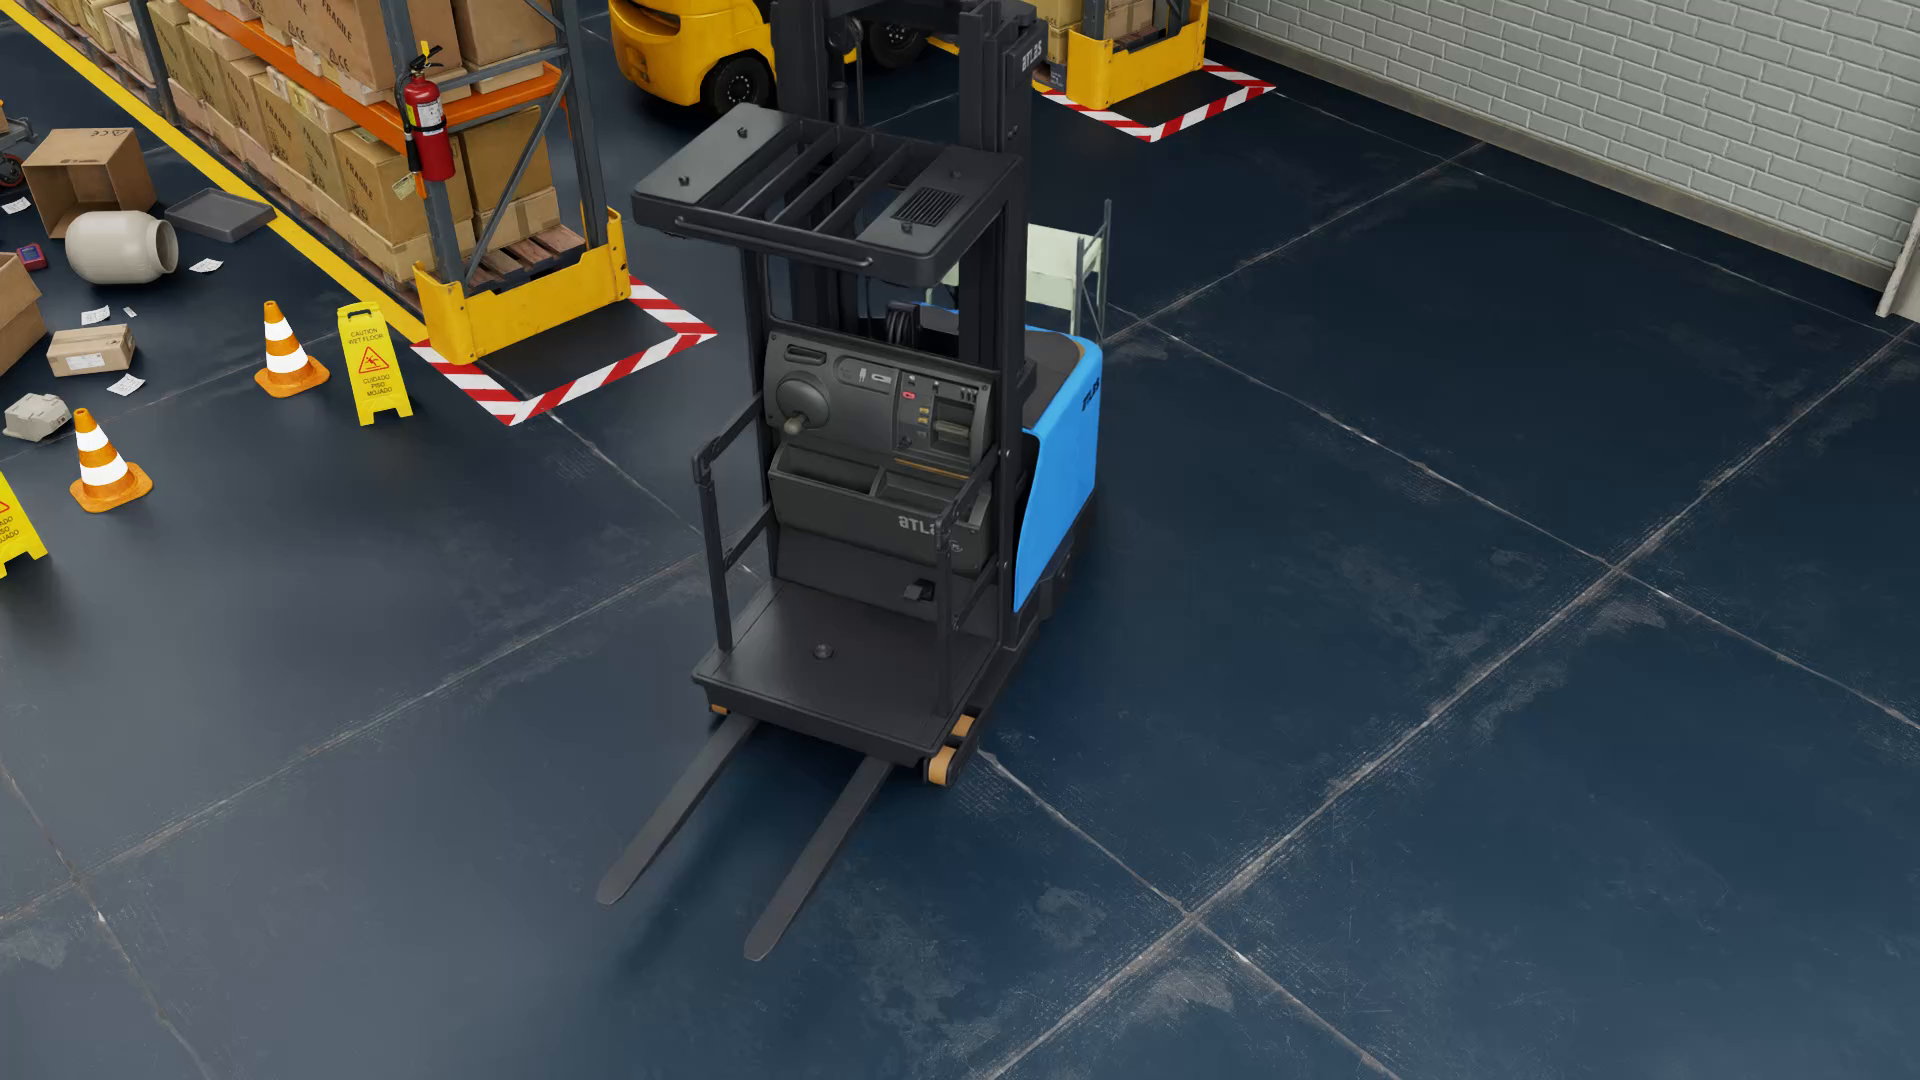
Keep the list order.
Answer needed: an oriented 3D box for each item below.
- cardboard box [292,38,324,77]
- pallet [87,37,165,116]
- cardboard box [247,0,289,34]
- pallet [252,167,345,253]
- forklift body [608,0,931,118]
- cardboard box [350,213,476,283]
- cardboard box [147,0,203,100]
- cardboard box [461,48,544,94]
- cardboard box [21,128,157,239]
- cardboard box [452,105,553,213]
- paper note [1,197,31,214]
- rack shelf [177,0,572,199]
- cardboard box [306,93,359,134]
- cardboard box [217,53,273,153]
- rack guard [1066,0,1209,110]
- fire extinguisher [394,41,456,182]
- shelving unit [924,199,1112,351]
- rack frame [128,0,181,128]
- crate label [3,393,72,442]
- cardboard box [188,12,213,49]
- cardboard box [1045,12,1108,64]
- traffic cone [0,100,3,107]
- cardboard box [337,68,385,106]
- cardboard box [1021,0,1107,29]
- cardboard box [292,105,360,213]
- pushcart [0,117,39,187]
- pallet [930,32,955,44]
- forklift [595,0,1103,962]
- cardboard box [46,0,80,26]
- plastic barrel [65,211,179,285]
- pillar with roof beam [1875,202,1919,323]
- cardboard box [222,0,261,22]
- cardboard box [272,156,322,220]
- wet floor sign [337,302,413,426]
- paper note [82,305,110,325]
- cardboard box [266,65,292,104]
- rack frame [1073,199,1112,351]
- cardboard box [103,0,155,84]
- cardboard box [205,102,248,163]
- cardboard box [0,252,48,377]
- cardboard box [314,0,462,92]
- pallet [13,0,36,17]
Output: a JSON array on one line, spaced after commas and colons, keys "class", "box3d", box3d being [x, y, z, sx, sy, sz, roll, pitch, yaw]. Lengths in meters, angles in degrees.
[{"class": "cardboard box", "box3d": [-3.411, -2.692, 9.103, 0.380, 0.149, 0.250, -29, 47, -31]}, {"class": "pallet", "box3d": [-5.626, -3.529, 12.160, 1.003, 0.211, 1.213, -30, 48, -32]}, {"class": "cardboard box", "box3d": [-3.634, -3.159, 9.165, 0.500, 0.500, 0.500, -30, 48, -32]}, {"class": "pallet", "box3d": [-3.789, -2.309, 10.649, 1.003, 0.211, 1.213, -30, 48, -32]}, {"class": "forklift body", "box3d": [-1.366, -4.286, 11.553, 2.313, 2.155, 1.214, -30, 48, -32]}, {"class": "cardboard box", "box3d": [-3.154, -1.768, 9.613, 0.500, 0.250, 0.500, -30, 48, -32]}, {"class": "cardboard box", "box3d": [-4.898, -3.252, 10.854, 0.500, 0.500, 0.500, -28, 46, -30]}, {"class": "cardboard box", "box3d": [-2.471, -2.551, 8.929, 0.380, 0.149, 0.250, -30, 48, -32]}, {"class": "cardboard box", "box3d": [-5.376, -2.209, 10.293, 0.500, 0.500, 0.500, -2, 39, -2]}, {"class": "cardboard box", "box3d": [-2.752, -2.290, 9.663, 0.500, 0.500, 0.500, -32, 49, -33]}, {"class": "paper note", "box3d": [-5.997, -2.129, 10.570, 0.148, 0.019, 0.142, -30, 48, -32]}, {"class": "rack shelf", "box3d": [-3.746, -3.049, 9.918, 1.077, 0.370, 4.000, -30, 48, -32]}, {"class": "cardboard box", "box3d": [-3.425, -2.442, 9.335, 0.380, 0.149, 0.250, -29, 47, -31]}, {"class": "cardboard box", "box3d": [-4.178, -2.769, 10.256, 0.500, 0.500, 0.500, -27, 46, -30]}, {"class": "rack guard", "box3d": [1.277, -3.531, 11.932, 1.175, 0.500, 0.348, -30, 48, -32]}, {"class": "fire extinguisher", "box3d": [-2.655, -2.124, 8.262, 0.296, 0.674, 0.183, -30, 48, -32]}, {"class": "shelving unit", "box3d": [0.256, -0.918, 7.901, 0.755, 1.500, 0.431, 15, 41, 18]}, {"class": "rack frame", "box3d": [-5.099, -4.254, 10.838, 1.000, 3.000, 0.127, -30, 48, -32]}, {"class": "crate label", "box3d": [-4.799, -0.649, 8.652, 0.298, 0.136, 0.250, 11, 40, 13]}, {"class": "cardboard box", "box3d": [-4.509, -3.184, 10.254, 0.380, 0.149, 0.250, -28, 47, -30]}, {"class": "cardboard box", "box3d": [0.710, -3.691, 11.995, 0.500, 0.250, 0.500, -30, 47, -31]}, {"class": "traffic cone", "box3d": [-6.968, -3.246, 11.609, 0.336, 0.463, 0.334, -30, 48, -32]}, {"class": "cardboard box", "box3d": [-3.057, -2.458, 8.813, 0.380, 0.149, 0.250, -31, 48, -32]}, {"class": "cardboard box", "box3d": [0.701, -3.895, 11.849, 0.500, 0.250, 0.500, -31, 48, -32]}, {"class": "cardboard box", "box3d": [-3.483, -2.289, 9.662, 0.500, 0.500, 0.500, -28, 47, -30]}, {"class": "pushcart", "box3d": [-6.744, -2.242, 10.434, 0.936, 0.377, 1.648, 18, 42, 21]}, {"class": "pallet", "box3d": [-0.109, -4.330, 13.151, 1.003, 0.211, 1.213, -30, 48, -32]}, {"class": "forklift", "box3d": [-0.407, -0.454, 6.188, 1.130, 2.935, 3.031, 15, 41, 18]}, {"class": "cardboard box", "box3d": [-6.415, -4.289, 12.639, 0.950, 0.372, 0.625, -28, 47, -30]}, {"class": "plastic barrel", "box3d": [-4.905, -1.713, 9.742, 0.512, 0.421, 0.421, -2, 39, -2]}, {"class": "pillar with roof beam", "box3d": [2.340, -2.947, 4.445, 9.100, 9.000, 0.400, -30, 48, -32]}, {"class": "cardboard box", "box3d": [-4.073, -3.174, 9.700, 0.380, 0.149, 0.250, -30, 48, -32]}, {"class": "cardboard box", "box3d": [-3.841, -2.240, 10.198, 0.500, 0.250, 0.500, -32, 49, -33]}, {"class": "wet floor sign", "box3d": [-3.053, -0.945, 8.614, 0.267, 0.644, 0.232, -15, 41, -17]}, {"class": "paper note", "box3d": [-4.963, -1.292, 9.542, 0.148, 0.019, 0.142, -15, 41, -17]}, {"class": "cardboard box", "box3d": [-3.770, -2.683, 9.633, 0.380, 0.149, 0.250, -28, 47, -30]}, {"class": "rack frame", "box3d": [0.594, -0.829, 7.791, 0.023, 1.500, 0.400, 15, 41, 18]}, {"class": "cardboard box", "box3d": [-5.455, -3.637, 11.831, 0.950, 0.372, 0.625, -29, 47, -31]}, {"class": "cardboard box", "box3d": [-4.529, -2.718, 10.790, 0.500, 0.250, 0.500, -27, 46, -30]}, {"class": "cardboard box", "box3d": [-5.446, -1.169, 9.005, 0.637, 0.503, 0.797, 5, 39, 6]}, {"class": "cardboard box", "box3d": [-2.963, -2.692, 8.587, 0.500, 0.500, 0.500, -31, 48, -32]}, {"class": "pallet", "box3d": [-7.277, -4.659, 13.558, 1.003, 0.211, 1.213, -30, 48, -32]}]
